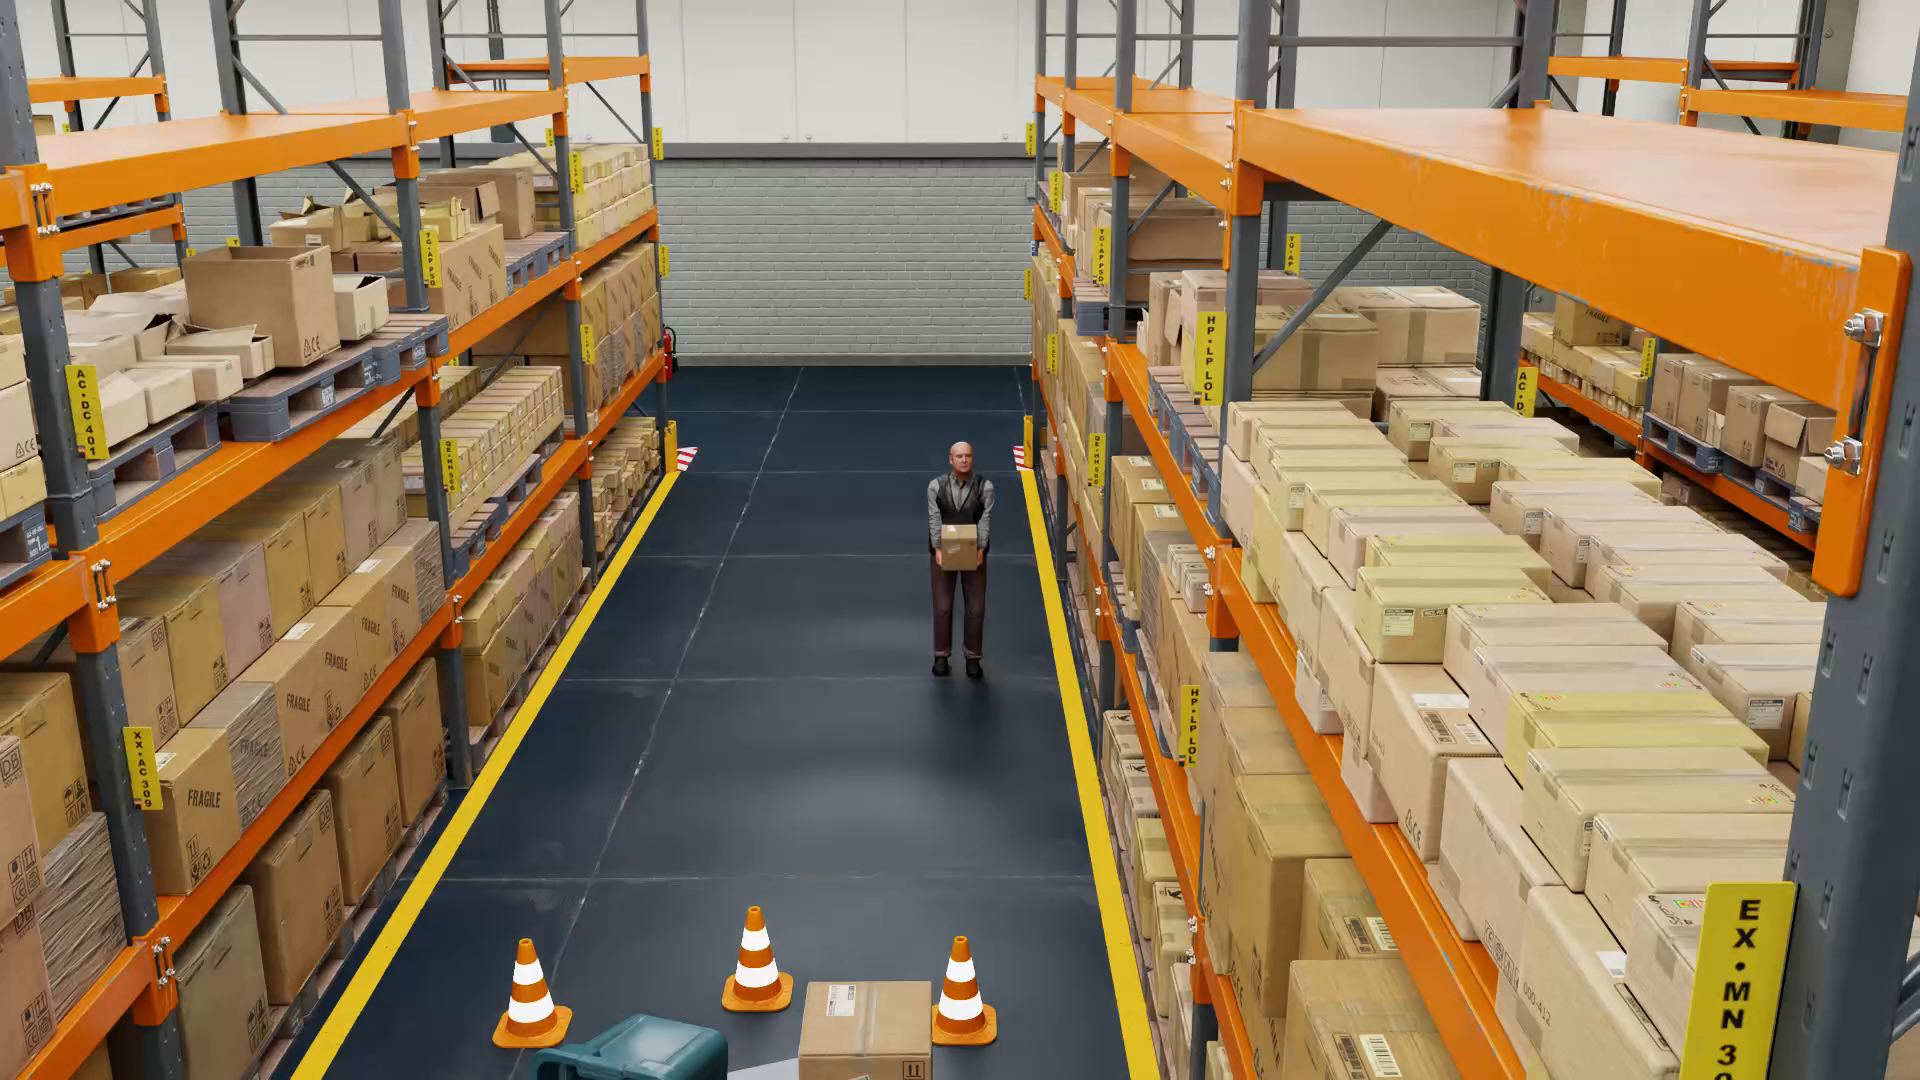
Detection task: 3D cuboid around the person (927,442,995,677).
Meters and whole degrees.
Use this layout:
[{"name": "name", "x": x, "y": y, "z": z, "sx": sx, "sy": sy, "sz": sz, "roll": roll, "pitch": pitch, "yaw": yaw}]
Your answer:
[{"name": "person", "x": 0.010, "y": 0.158, "z": 12.089, "sx": 0.494, "sy": 1.709, "sz": 0.551, "roll": 0, "pitch": 17, "yaw": -1}]
